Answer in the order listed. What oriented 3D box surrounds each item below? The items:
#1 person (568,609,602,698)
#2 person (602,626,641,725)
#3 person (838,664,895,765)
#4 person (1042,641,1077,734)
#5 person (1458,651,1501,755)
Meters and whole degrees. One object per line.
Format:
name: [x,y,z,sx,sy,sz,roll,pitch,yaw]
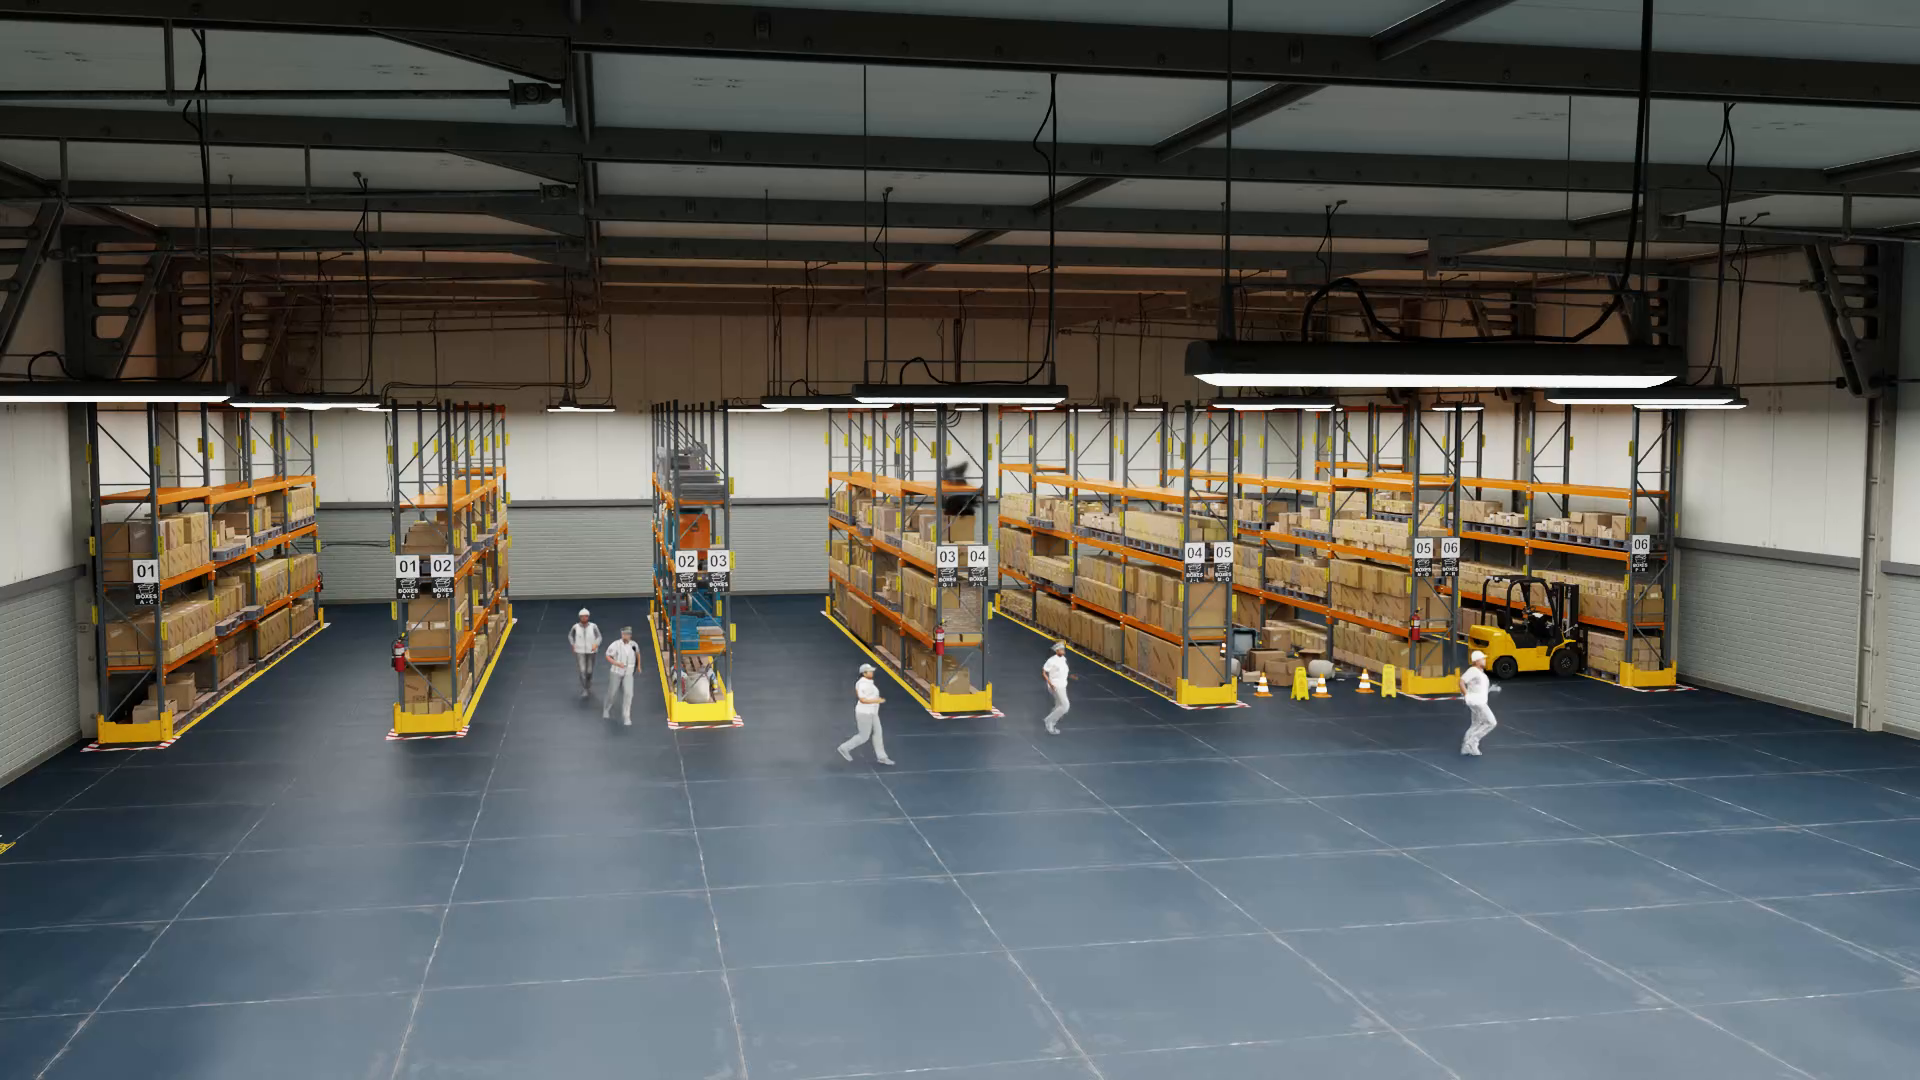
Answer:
person: [-7.673,2.290,34.057,0.673,1.772,0.849,-1,4,-16]
person: [-6.274,2.519,31.047,0.730,1.831,0.818,-2,5,-29]
person: [-1.526,2.840,27.056,0.925,1.665,0.606,1,4,8]
person: [1.807,2.641,29.795,0.576,1.667,0.560,2,5,28]
person: [8.705,2.734,27.843,0.659,1.746,0.676,2,5,22]
